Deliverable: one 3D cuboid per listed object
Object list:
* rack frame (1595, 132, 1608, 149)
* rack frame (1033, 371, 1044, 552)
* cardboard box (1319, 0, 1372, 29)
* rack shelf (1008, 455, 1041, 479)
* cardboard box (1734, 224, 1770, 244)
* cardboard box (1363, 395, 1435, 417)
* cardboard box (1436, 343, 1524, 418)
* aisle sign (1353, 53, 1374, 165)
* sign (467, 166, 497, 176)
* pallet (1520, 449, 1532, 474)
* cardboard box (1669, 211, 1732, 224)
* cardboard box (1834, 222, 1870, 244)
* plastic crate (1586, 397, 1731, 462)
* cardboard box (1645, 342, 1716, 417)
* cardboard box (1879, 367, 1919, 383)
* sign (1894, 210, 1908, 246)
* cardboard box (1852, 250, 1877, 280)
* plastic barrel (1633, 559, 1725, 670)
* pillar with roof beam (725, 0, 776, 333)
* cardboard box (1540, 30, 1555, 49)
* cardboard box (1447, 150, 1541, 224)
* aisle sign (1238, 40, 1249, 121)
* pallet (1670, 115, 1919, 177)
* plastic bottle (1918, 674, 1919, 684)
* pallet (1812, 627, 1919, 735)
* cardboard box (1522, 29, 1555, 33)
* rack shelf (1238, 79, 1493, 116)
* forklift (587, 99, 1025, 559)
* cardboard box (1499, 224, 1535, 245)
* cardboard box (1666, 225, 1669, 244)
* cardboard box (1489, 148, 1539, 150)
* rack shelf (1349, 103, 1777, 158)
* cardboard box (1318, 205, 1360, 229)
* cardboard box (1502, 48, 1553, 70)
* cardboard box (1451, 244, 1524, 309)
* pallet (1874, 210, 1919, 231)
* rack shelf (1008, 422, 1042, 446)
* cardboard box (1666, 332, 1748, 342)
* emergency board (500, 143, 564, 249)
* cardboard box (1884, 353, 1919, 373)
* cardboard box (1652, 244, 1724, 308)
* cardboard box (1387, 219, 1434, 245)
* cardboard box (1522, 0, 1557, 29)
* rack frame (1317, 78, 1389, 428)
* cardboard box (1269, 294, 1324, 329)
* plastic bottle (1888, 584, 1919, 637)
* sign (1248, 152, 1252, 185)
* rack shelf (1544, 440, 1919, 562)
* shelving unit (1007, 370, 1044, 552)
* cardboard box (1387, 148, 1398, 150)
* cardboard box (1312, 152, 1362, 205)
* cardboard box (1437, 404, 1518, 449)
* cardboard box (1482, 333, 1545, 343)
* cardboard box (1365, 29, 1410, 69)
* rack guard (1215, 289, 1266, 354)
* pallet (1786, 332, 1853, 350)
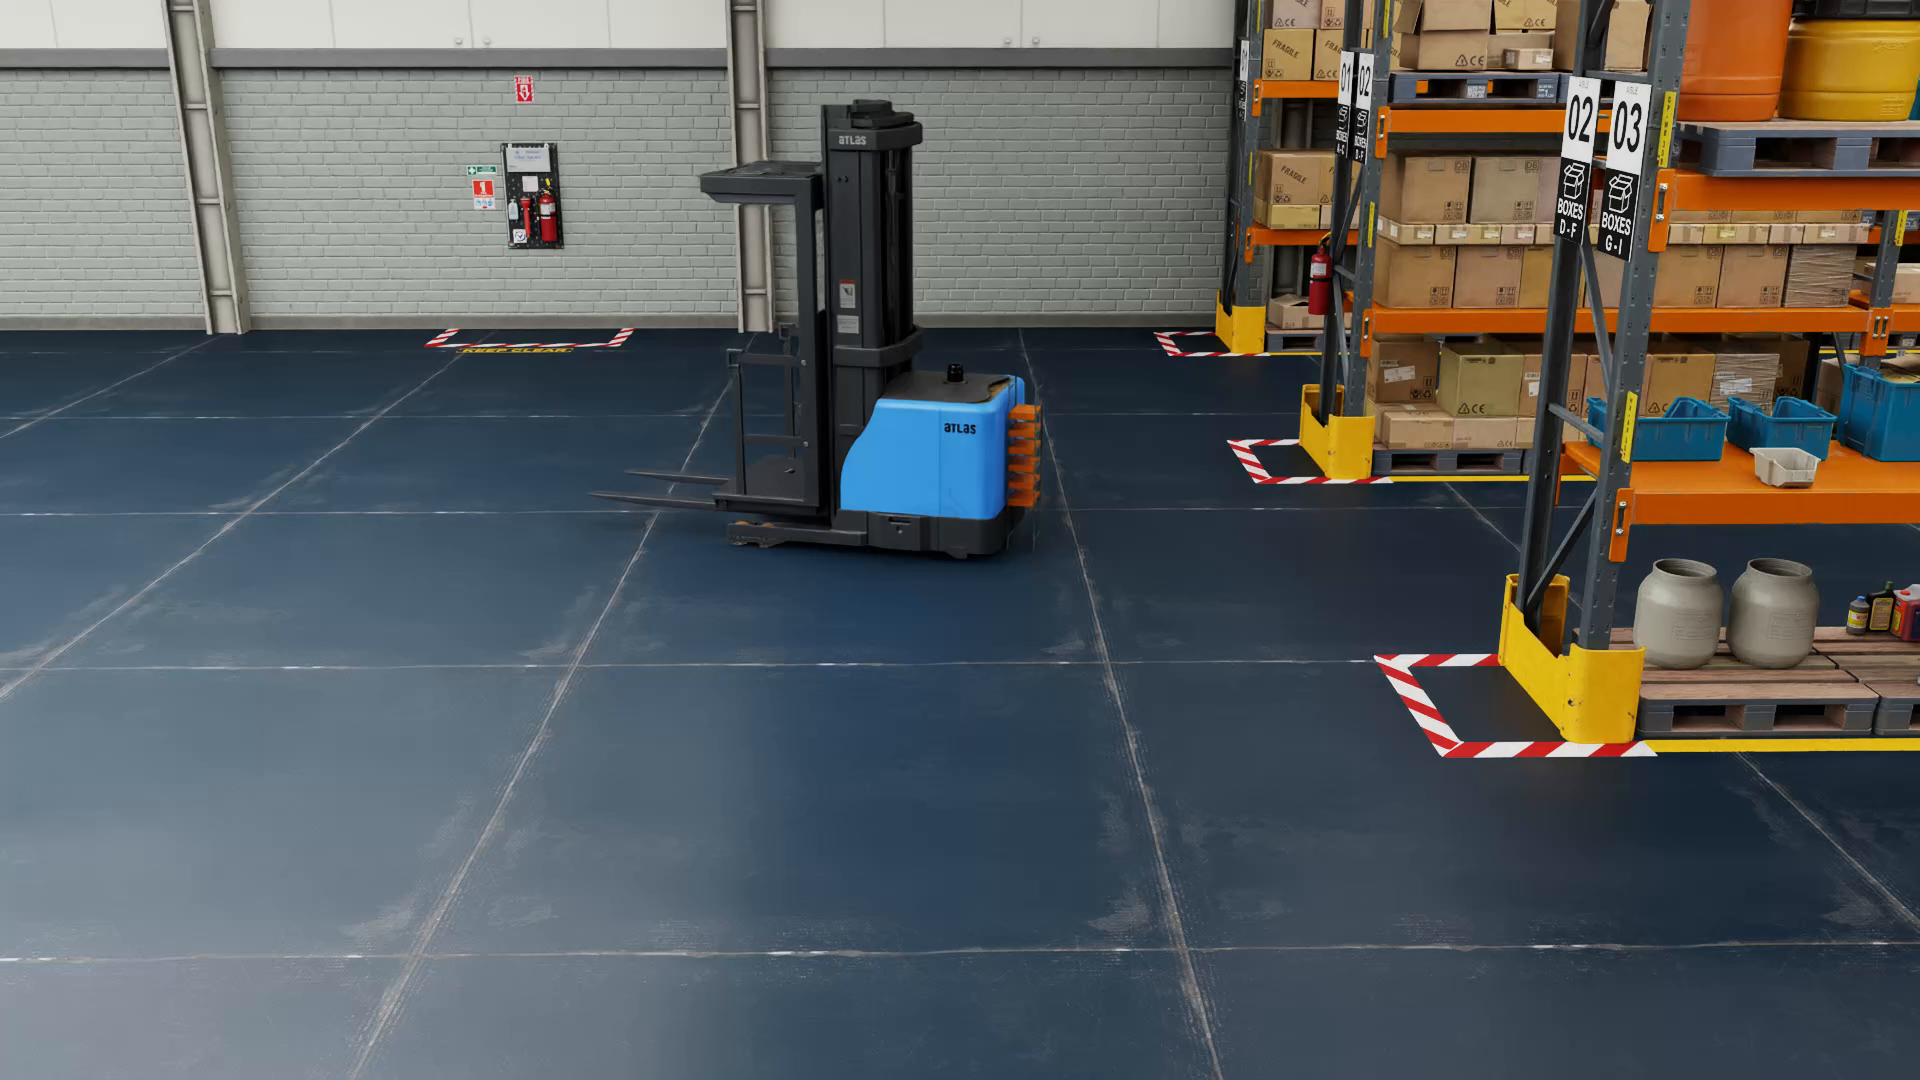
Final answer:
[{"bbox_3d":[6.992,-3.613,17.900,0.127,3.000,1.000,0,18,-1],"label":"rack frame"},{"bbox_3d":[0.529,-0.527,11.227,0.006,1.200,0.240,5,18,14],"label":"rack frame"},{"bbox_3d":[3.884,-5.470,16.945,0.500,0.500,0.500,0,18,-1],"label":"cardboard box"},{"bbox_3d":[0.441,-0.492,11.262,0.180,0.103,0.258,5,18,14],"label":"rack shelf"},{"bbox_3d":[6.033,-2.386,12.848,0.250,0.149,0.380,0,18,-1],"label":"cardboard box"},{"bbox_3d":[3.606,-1.064,13.769,0.500,0.250,0.500,0,18,-1],"label":"cardboard box"},{"bbox_3d":[4.114,-1.266,13.171,0.500,0.500,0.500,0,18,-1],"label":"cardboard box"},{"bbox_3d":[3.013,-3.225,12.434,0.004,0.787,0.394,0,18,-1],"label":"aisle sign"},{"bbox_3d":[-5.342,-4.128,18.578,0.331,0.109,0.001,0,18,-1],"label":"sign"},{"bbox_3d":[5.055,-0.775,13.617,1.213,0.211,1.003,0,18,-1],"label":"pallet"},{"bbox_3d":[5.624,-2.756,12.942,0.500,0.500,0.700,0,18,-1],"label":"cardboard box"},{"bbox_3d":[6.805,-2.390,12.862,0.250,0.149,0.380,0,18,-1],"label":"cardboard box"},{"bbox_3d":[3.644,-0.591,8.723,0.616,0.251,0.499,0,18,-1],"label":"plastic crate"},{"bbox_3d":[5.613,-1.277,13.203,0.500,0.500,0.500,0,18,-1],"label":"cardboard box"},{"bbox_3d":[7.491,-1.184,13.223,0.500,0.311,0.500,0,18,-1],"label":"cardboard box"},{"bbox_3d":[7.084,-2.381,12.511,0.005,0.325,0.100,0,18,-1],"label":"sign"},{"bbox_3d":[9.701,-3.006,18.151,0.500,0.250,0.500,0,18,0],"label":"cardboard box"},{"bbox_3d":[3.805,0.390,8.806,0.421,0.512,0.421,0,18,0],"label":"plastic barrel"},{"bbox_3d":[-2.253,-5.374,13.569,0.400,9.000,9.100,0,18,-1],"label":"pillar with roof beam"},{"bbox_3d":[4.777,-3.822,12.870,0.500,0.311,0.500,2,18,6],"label":"cardboard box"},{"bbox_3d":[4.120,-2.749,12.919,0.500,0.500,0.700,-1,18,-2],"label":"cardboard box"},{"bbox_3d":[2.925,-4.740,17.156,0.004,0.787,0.394,0,18,-1],"label":"aisle sign"},{"bbox_3d":[3.977,-1.881,7.898,1.213,0.211,1.003,0,18,-1],"label":"pallet"},{"bbox_3d":[4.966,0.608,8.488,0.097,0.271,0.097,0,18,0],"label":"plastic bottle"},{"bbox_3d":[5.253,0.738,8.902,1.213,0.211,1.003,0,18,-1],"label":"pallet"},{"bbox_3d":[5.985,-5.022,17.185,0.500,0.500,0.500,-2,18,-6],"label":"cardboard box"},{"bbox_3d":[4.992,-4.689,17.522,4.000,0.370,1.077,0,18,-1],"label":"rack shelf"},{"bbox_3d":[-1.111,-1.493,11.404,3.031,2.935,1.130,5,18,14],"label":"forklift"},{"bbox_3d":[4.236,-2.377,12.821,0.250,0.149,0.380,-1,18,-2],"label":"cardboard box"},{"bbox_3d":[5.270,-2.382,12.837,0.250,0.149,0.380,0,18,1],"label":"cardboard box"},{"bbox_3d":[6.001,-3.969,17.993,0.500,0.500,0.500,0,18,-1],"label":"cardboard box"},{"bbox_3d":[5.074,-3.176,12.806,4.000,0.370,1.077,0,18,-1],"label":"rack shelf"},{"bbox_3d":[4.004,-3.444,17.586,0.500,0.250,0.500,-1,18,-3],"label":"cardboard box"},{"bbox_3d":[4.253,-3.608,12.468,0.250,0.149,0.380,0,18,-1],"label":"cardboard box"},{"bbox_3d":[4.066,-2.131,13.116,0.500,0.500,0.700,0,18,1],"label":"cardboard box"},{"bbox_3d":[10.280,-3.505,17.878,1.003,0.211,1.213,0,18,-1],"label":"pallet"},{"bbox_3d":[0.441,-0.720,11.189,0.180,0.103,0.258,5,18,14],"label":"rack shelf"},{"bbox_3d":[6.105,-1.437,13.701,0.500,0.500,0.500,0,18,-1],"label":"cardboard box"},{"bbox_3d":[-4.792,-3.832,18.583,0.643,1.169,0.194,0,18,-1],"label":"emergency board"},{"bbox_3d":[7.994,-1.352,13.747,0.500,0.311,0.500,0,18,1],"label":"cardboard box"},{"bbox_3d":[5.601,-2.138,13.138,0.500,0.500,0.700,0,18,0],"label":"cardboard box"},{"bbox_3d":[3.470,-2.374,12.810,0.250,0.149,0.380,0,18,-1],"label":"cardboard box"},{"bbox_3d":[5.944,-5.484,16.987,0.500,0.500,0.500,1,18,2],"label":"cardboard box"},{"bbox_3d":[3.074,-2.081,13.124,0.127,3.000,1.000,0,18,-1],"label":"rack frame"},{"bbox_3d":[3.685,-2.499,18.108,0.500,0.311,0.500,-2,18,-7],"label":"cardboard box"},{"bbox_3d":[5.230,0.384,9.179,0.135,0.276,0.152,0,18,0],"label":"plastic bottle"},{"bbox_3d":[3.001,-3.840,17.191,0.005,0.325,0.100,0,18,-1],"label":"sign"},{"bbox_3d":[5.148,-0.235,8.548,4.000,0.370,1.077,0,18,-1],"label":"rack shelf"},{"bbox_3d":[0.441,-0.534,11.249,0.189,1.200,0.258,5,18,14],"label":"shelving unit"},{"bbox_3d":[4.480,-3.959,17.965,0.500,0.500,0.500,-1,18,-2],"label":"cardboard box"},{"bbox_3d":[3.969,-3.799,17.464,0.500,0.500,0.500,0,18,-1],"label":"cardboard box"},{"bbox_3d":[4.114,-0.910,13.287,0.500,0.250,0.500,0,18,-1],"label":"cardboard box"},{"bbox_3d":[4.605,-1.431,13.685,0.500,0.500,0.500,0,18,-1],"label":"cardboard box"},{"bbox_3d":[4.387,-5.000,17.116,0.500,0.500,0.500,1,18,2],"label":"cardboard box"},{"bbox_3d":[3.068,-2.404,18.223,0.348,0.500,1.175,0,18,-1],"label":"rack guard"},{"bbox_3d":[8.993,-2.296,18.360,1.213,0.211,1.003,0,18,-1],"label":"pallet"}]
